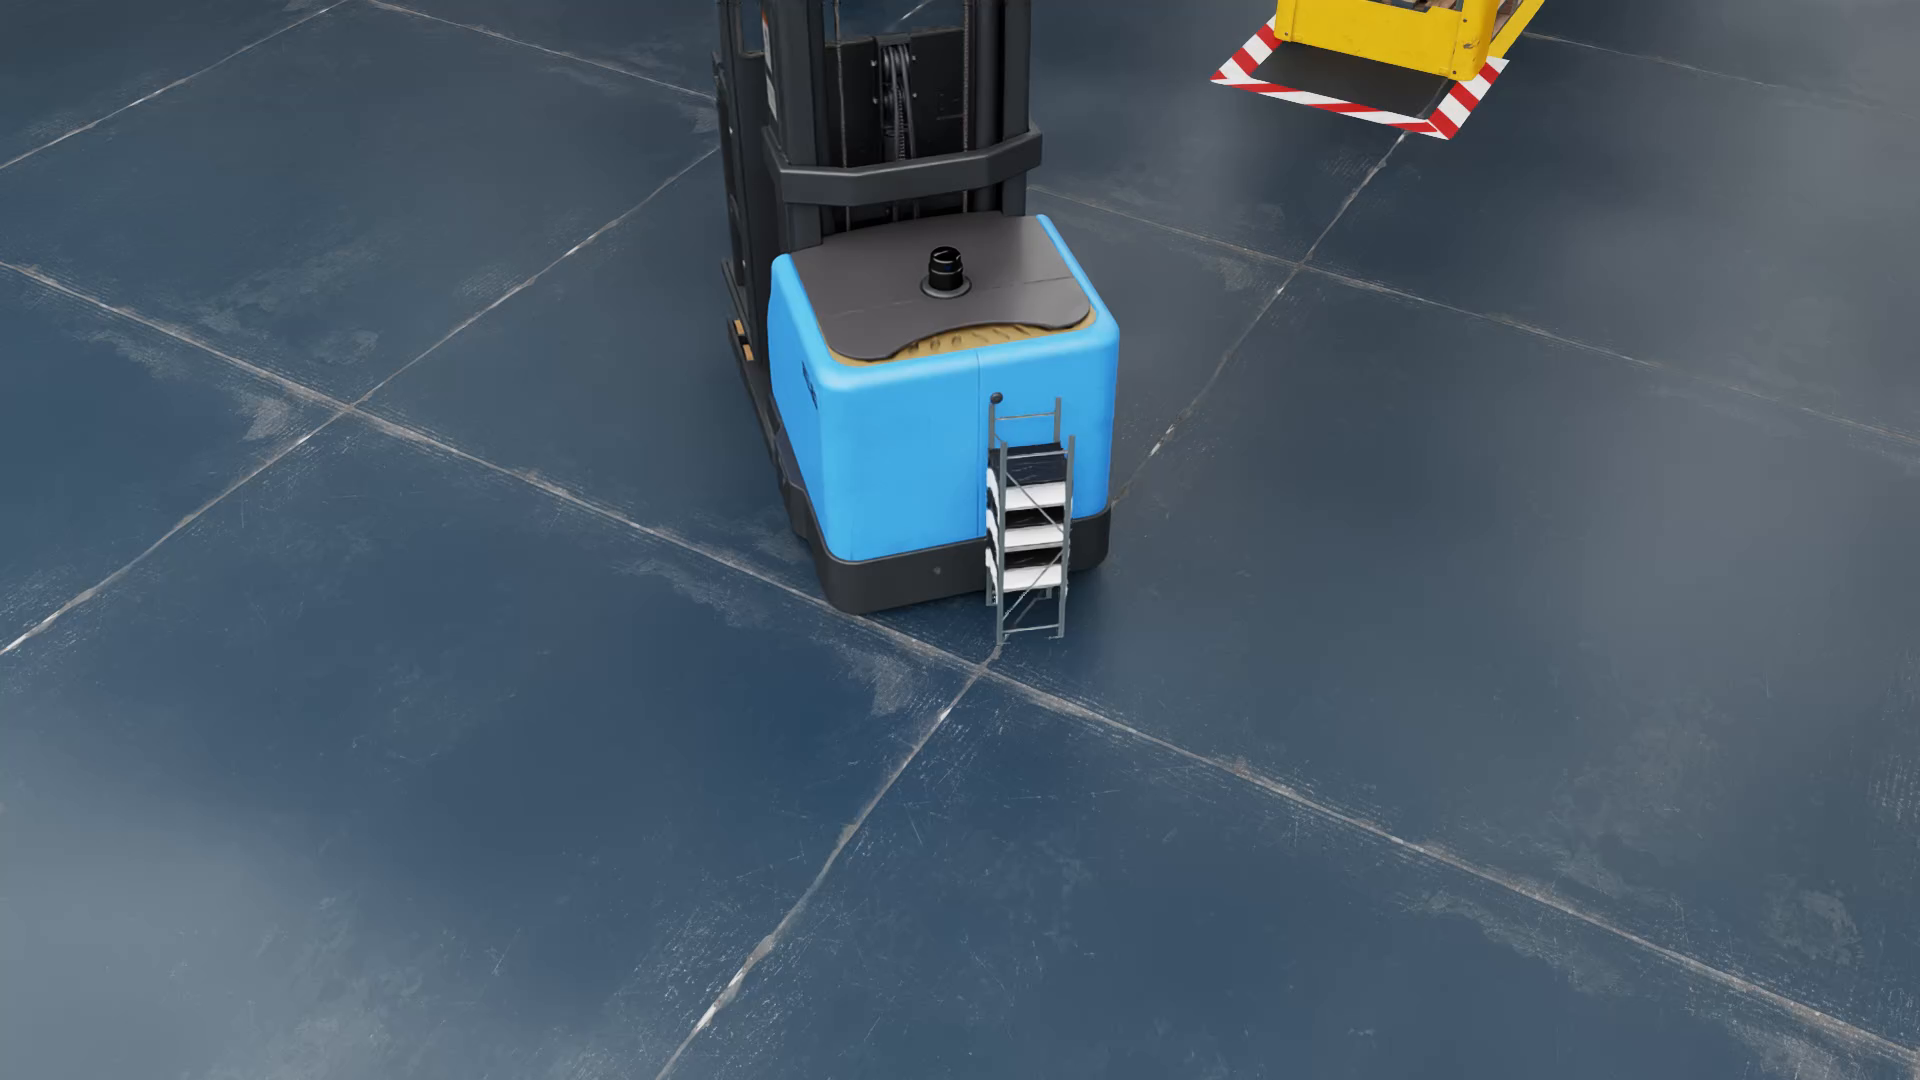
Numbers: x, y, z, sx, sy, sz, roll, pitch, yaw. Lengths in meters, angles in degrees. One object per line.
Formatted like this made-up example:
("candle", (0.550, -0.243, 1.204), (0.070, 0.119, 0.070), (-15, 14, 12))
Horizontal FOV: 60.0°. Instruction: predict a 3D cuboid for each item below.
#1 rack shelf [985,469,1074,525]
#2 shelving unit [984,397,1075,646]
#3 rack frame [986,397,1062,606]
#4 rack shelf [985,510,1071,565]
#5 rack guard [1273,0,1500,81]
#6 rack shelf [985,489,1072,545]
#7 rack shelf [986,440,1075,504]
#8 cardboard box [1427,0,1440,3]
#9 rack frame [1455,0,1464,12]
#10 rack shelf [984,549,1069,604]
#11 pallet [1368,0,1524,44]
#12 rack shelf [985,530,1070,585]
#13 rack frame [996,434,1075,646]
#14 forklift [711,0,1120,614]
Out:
("rack shelf", (0.229, -0.158, 5.526), (0.258, 0.077, 0.200), (-6, 42, -7))
("shelving unit", (0.229, -0.048, 5.623), (0.258, 0.900, 0.210), (-6, 42, -7))
("rack frame", (0.212, -0.114, 5.699), (0.240, 0.900, 0.006), (-6, 42, -7))
("rack shelf", (0.229, -0.023, 5.645), (0.258, 0.077, 0.200), (-6, 42, -7))
("rack guard", (2.366, -2.973, 9.248), (1.175, 0.500, 0.348), (21, 45, 22))
("rack shelf", (0.229, -0.090, 5.586), (0.258, 0.077, 0.200), (-6, 42, -7))
("rack shelf", (0.229, -0.225, 5.467), (0.258, 0.077, 0.200), (-6, 42, -7))
("cardboard box", (2.655, -3.439, 9.459), (0.500, 0.500, 0.500), (30, 49, 29))
("rack frame", (2.328, -3.868, 8.372), (1.000, 3.000, 0.127), (21, 45, 22))
("rack shelf", (0.229, 0.112, 5.764), (0.258, 0.077, 0.200), (-6, 42, -7))
("pallet", (2.803, -3.318, 9.858), (1.003, 0.211, 1.213), (21, 45, 22))
("rack shelf", (0.229, 0.045, 5.705), (0.258, 0.077, 0.200), (-6, 42, -7))
("rack frame", (0.246, 0.018, 5.548), (0.240, 0.900, 0.006), (-6, 42, -7))
("forklift", (-0.364, -1.825, 6.105), (1.130, 2.935, 3.031), (-11, 43, -12))
